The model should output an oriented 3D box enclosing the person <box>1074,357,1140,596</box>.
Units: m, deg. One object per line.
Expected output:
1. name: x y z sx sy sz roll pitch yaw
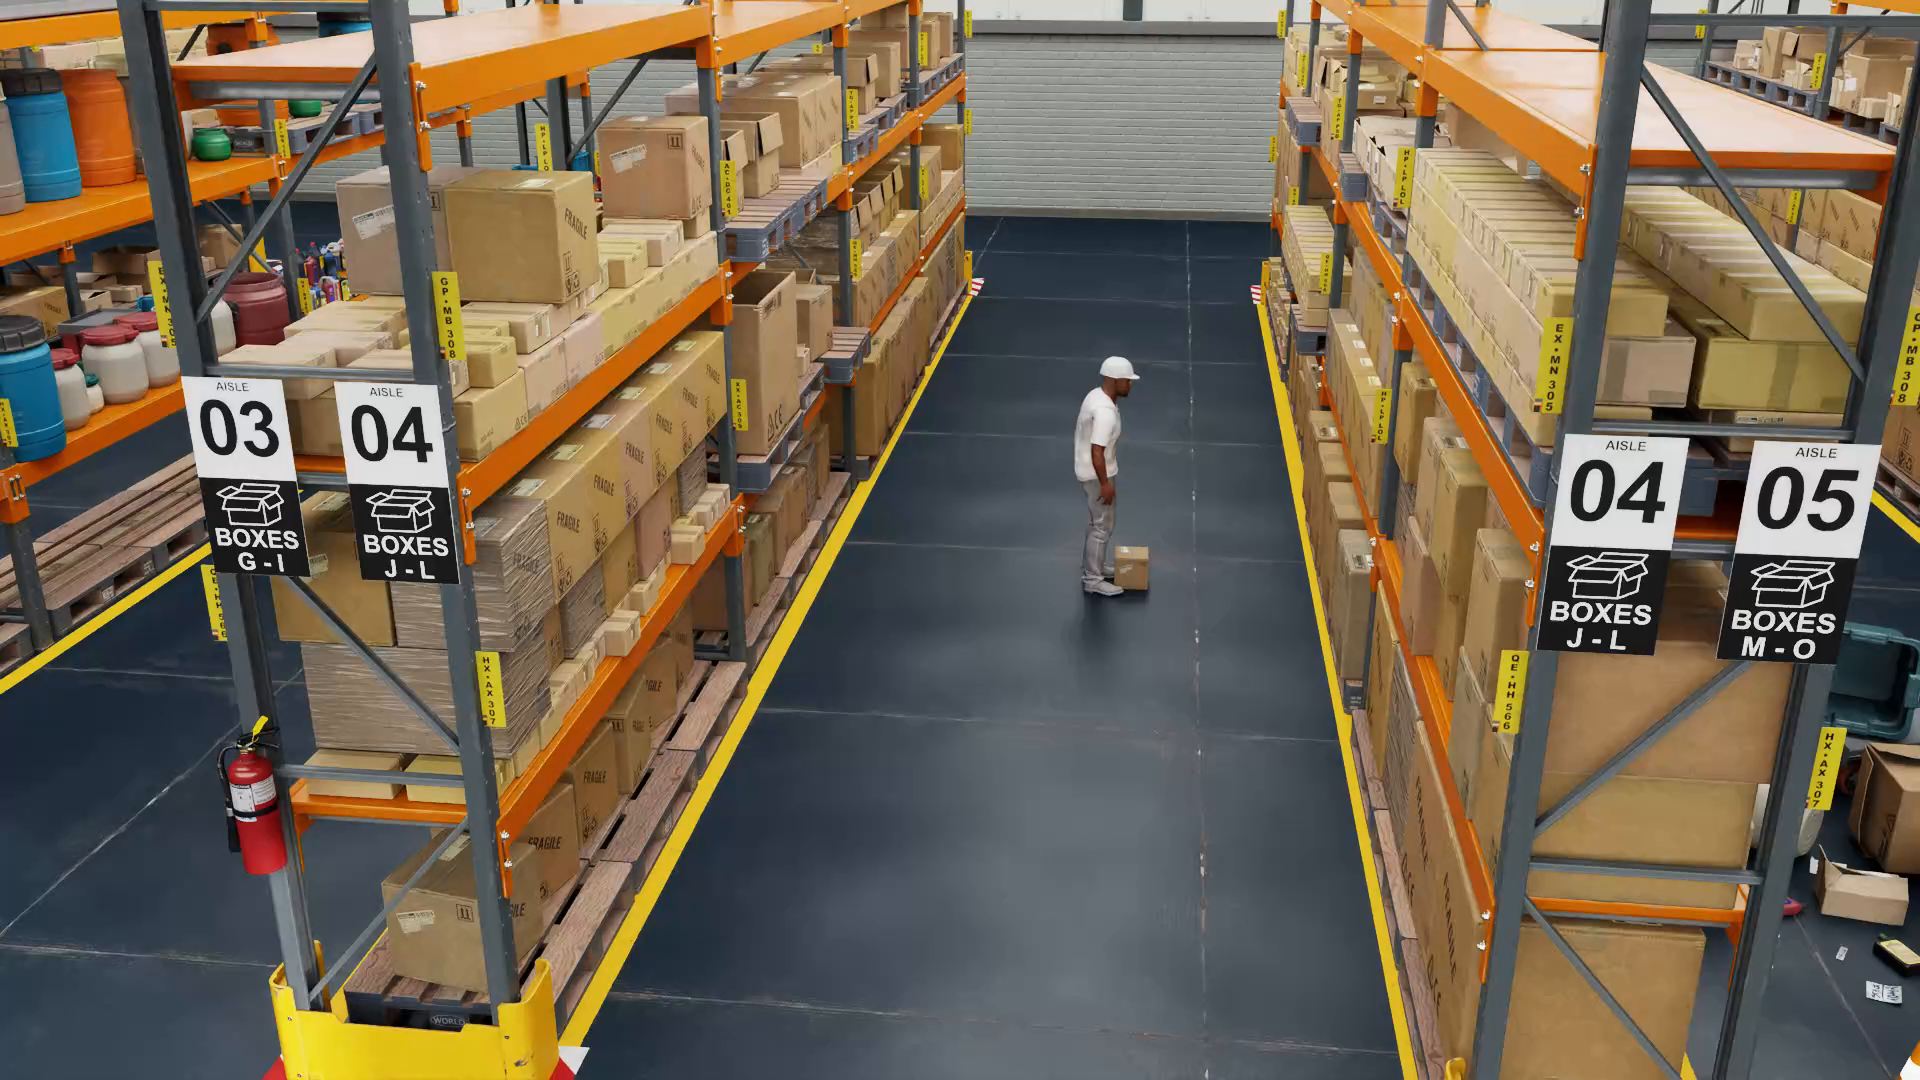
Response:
1. person: 1.076 -0.496 12.352 0.463 1.757 0.634 2 21 5
